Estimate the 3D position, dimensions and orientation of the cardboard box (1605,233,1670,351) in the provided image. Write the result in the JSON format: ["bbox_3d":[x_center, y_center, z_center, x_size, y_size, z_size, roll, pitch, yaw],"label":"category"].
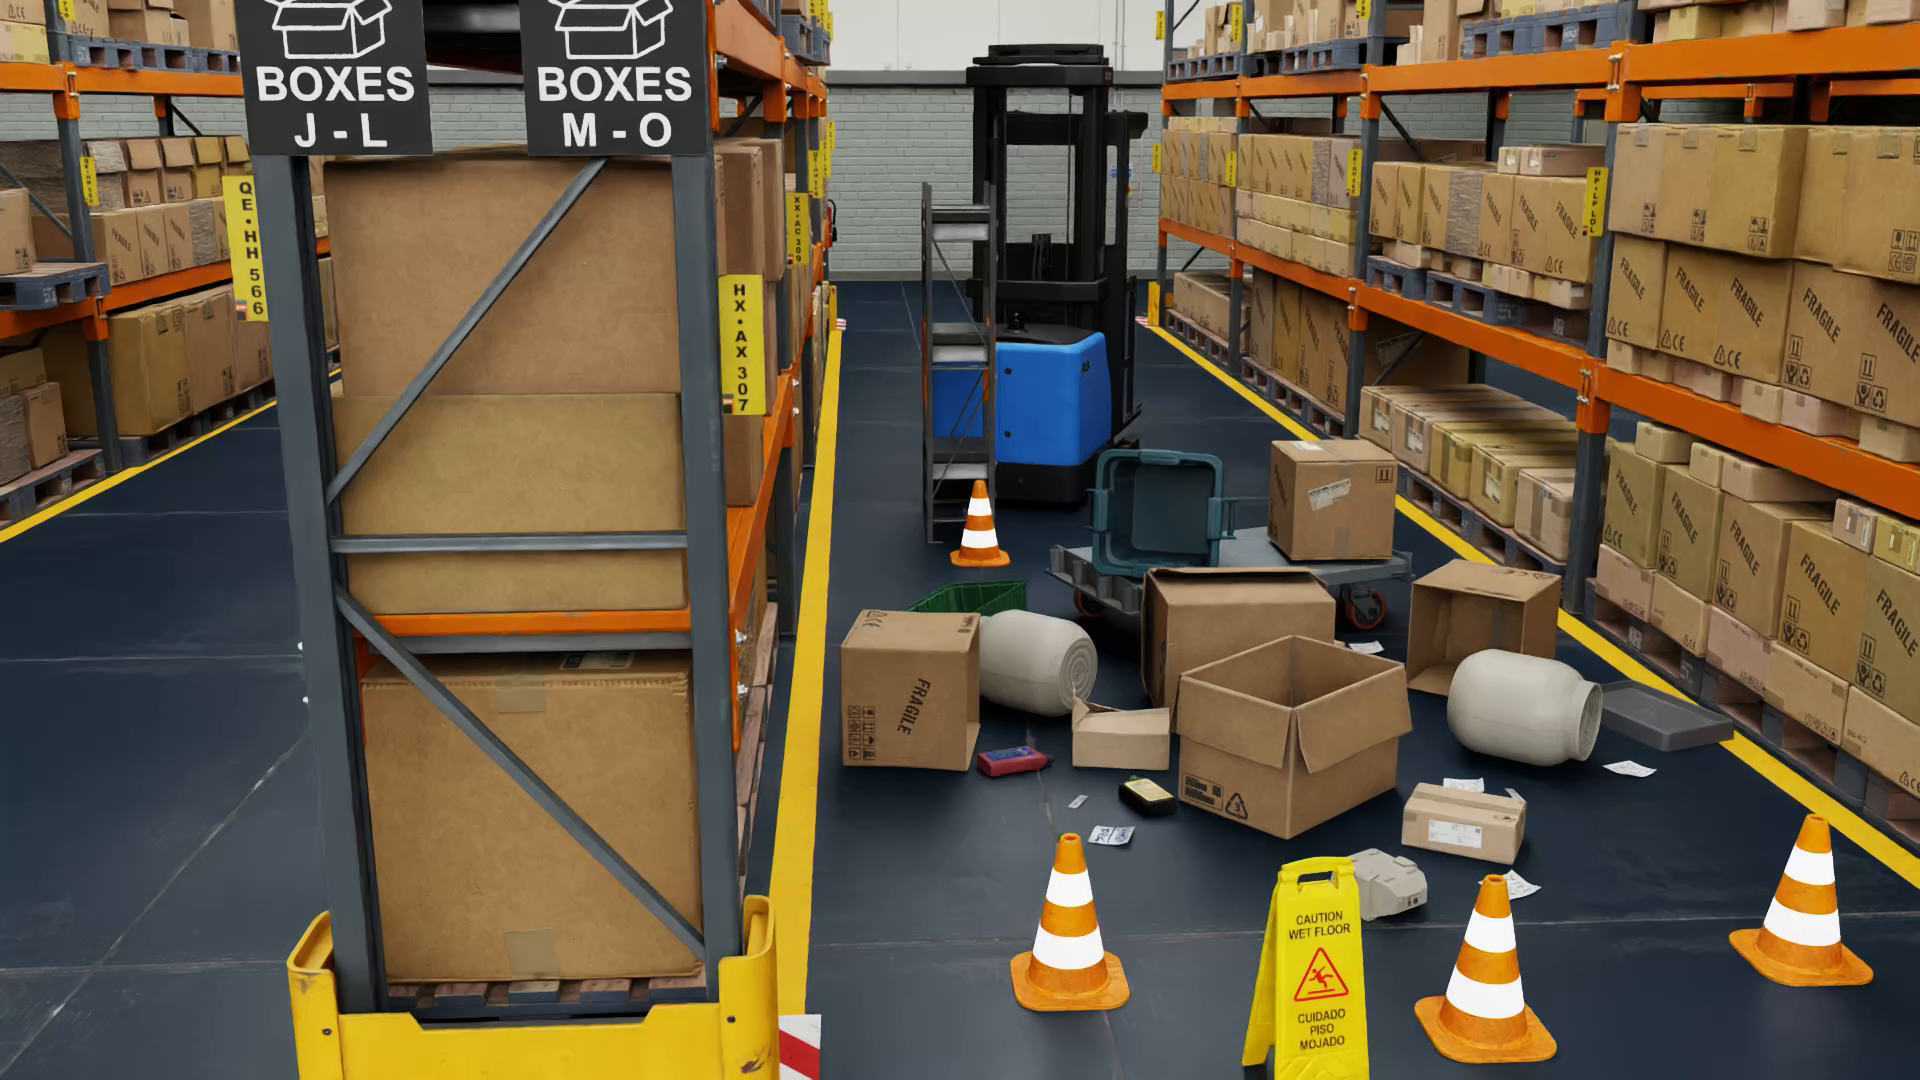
[{"bbox_3d":[3.374,-1.164,7.732,0.500,0.500,0.500,-1,14,-4],"label":"cardboard box"}]

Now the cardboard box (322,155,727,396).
[{"bbox_3d":[-1.046,-0.677,4.170,0.875,0.550,0.550,-1,14,-3],"label":"cardboard box"}]

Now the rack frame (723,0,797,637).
[{"bbox_3d":[-1.309,-0.983,7.829,1.000,3.000,0.127,-1,14,-3],"label":"rack frame"}]

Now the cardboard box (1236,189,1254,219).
[{"bbox_3d":[2.875,-3.130,15.470,0.500,0.250,0.500,-1,14,-5],"label":"cardboard box"}]

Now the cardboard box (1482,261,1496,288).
[{"bbox_3d":[3.269,-1.544,9.670,0.380,0.149,0.250,-1,14,-3],"label":"cardboard box"}]

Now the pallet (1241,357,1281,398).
[{"bbox_3d":[3.253,-1.533,15.562,1.003,0.211,1.213,-1,14,-3],"label":"pallet"}]

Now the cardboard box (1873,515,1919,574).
[{"bbox_3d":[3.461,0.013,5.826,0.380,0.149,0.250,-1,14,-3],"label":"cardboard box"}]

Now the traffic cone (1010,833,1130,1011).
[{"bbox_3d":[0.323,1.086,4.877,0.336,0.463,0.334,-1,14,-3],"label":"traffic cone"}]

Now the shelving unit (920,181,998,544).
[{"bbox_3d":[-0.010,-1.058,9.925,0.431,2.100,0.503,-1,14,-3],"label":"shelving unit"}]

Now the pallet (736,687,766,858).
[{"bbox_3d":[-1.261,0.862,6.254,1.003,0.211,1.213,-1,14,-3],"label":"pallet"}]

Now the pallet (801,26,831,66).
[{"bbox_3d":[-1.464,-3.180,10.726,1.213,0.211,1.003,0,14,-1],"label":"pallet"}]

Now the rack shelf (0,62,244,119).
[{"bbox_3d":[-6.637,-3.528,13.144,1.077,0.370,4.000,-1,14,-3],"label":"rack shelf"}]

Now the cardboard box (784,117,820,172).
[{"bbox_3d":[-1.589,-3.766,15.838,0.500,0.500,0.500,-1,14,-2],"label":"cardboard box"}]

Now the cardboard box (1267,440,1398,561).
[{"bbox_3d":[1.851,-0.206,8.305,0.500,0.500,0.500,-1,14,-3],"label":"cardboard box"}]

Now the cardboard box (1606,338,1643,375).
[{"bbox_3d":[3.325,-0.880,7.931,0.380,0.149,0.250,-1,14,-4],"label":"cardboard box"}]

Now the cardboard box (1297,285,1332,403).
[{"bbox_3d":[3.366,-1.649,13.837,0.875,0.875,0.875,-1,14,-3],"label":"cardboard box"}]

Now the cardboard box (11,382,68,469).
[{"bbox_3d":[-6.452,-0.763,11.105,0.700,0.500,0.500,-2,15,-6],"label":"cardboard box"}]

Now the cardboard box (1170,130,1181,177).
[{"bbox_3d":[2.666,-4.350,18.705,0.500,0.500,0.500,-1,14,-5],"label":"cardboard box"}]

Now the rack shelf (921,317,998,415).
[{"bbox_3d":[-0.010,-1.045,9.928,0.431,0.518,0.480,-1,14,-3],"label":"rack shelf"}]

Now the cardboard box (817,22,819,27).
[{"bbox_3d":[-1.614,-5.192,16.663,0.380,0.149,0.250,0,14,-1],"label":"cardboard box"}]

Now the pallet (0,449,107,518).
[{"bbox_3d":[-6.467,-0.382,11.087,1.003,0.211,1.213,-1,14,-3],"label":"pallet"}]

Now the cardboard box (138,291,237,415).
[{"bbox_3d":[-6.583,-1.495,13.238,1.225,0.875,0.875,-1,14,-3],"label":"cardboard box"}]

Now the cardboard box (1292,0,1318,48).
[{"bbox_3d":[2.979,-4.218,13.337,0.500,0.500,0.500,-1,14,-3],"label":"cardboard box"}]

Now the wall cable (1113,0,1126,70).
[{"bbox_3d":[2.248,-8.385,24.556,0.463,3.000,0.029,-1,14,-3],"label":"wall cable"}]

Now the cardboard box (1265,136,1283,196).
[{"bbox_3d":[2.958,-3.242,14.401,0.500,0.500,0.500,-1,14,-5],"label":"cardboard box"}]

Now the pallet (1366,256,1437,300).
[{"bbox_3d":[3.528,-1.811,11.431,1.213,0.211,1.003,-1,14,-3],"label":"pallet"}]

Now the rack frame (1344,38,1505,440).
[{"bbox_3d":[3.377,-2.080,12.090,1.000,3.000,0.127,-1,14,-3],"label":"rack frame"}]

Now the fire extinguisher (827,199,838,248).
[{"bbox_3d":[-1.607,-3.819,19.755,0.296,0.674,0.183,-1,14,-3],"label":"fire extinguisher"}]

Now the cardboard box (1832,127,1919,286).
[{"bbox_3d":[3.465,-1.142,5.640,0.700,0.500,0.500,-1,14,-4],"label":"cardboard box"}]

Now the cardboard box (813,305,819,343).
[{"bbox_3d":[-1.407,-1.759,13.511,0.500,0.250,0.500,-1,14,-3],"label":"cardboard box"}]

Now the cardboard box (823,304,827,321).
[{"bbox_3d":[-1.614,-2.418,17.685,0.380,0.149,0.250,-1,14,-3],"label":"cardboard box"}]

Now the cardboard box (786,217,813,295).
[{"bbox_3d":[-1.261,-1.919,11.263,0.500,0.500,0.500,-1,14,-3],"label":"cardboard box"}]

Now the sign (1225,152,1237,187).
[{"bbox_3d":[2.576,-3.523,15.804,0.100,0.325,0.005,-1,14,-3],"label":"sign"}]

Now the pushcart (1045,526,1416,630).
[{"bbox_3d":[1.353,0.233,8.365,1.648,0.377,0.936,-6,16,-23],"label":"pushcart"}]

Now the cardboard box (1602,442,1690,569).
[{"bbox_3d":[3.392,-0.169,7.834,0.500,0.500,0.500,0,14,-1],"label":"cardboard box"}]

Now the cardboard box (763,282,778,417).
[{"bbox_3d":[-1.218,-0.828,6.924,0.875,0.550,0.550,-1,14,-3],"label":"cardboard box"}]

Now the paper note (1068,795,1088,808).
[{"bbox_3d":[0.442,0.976,6.211,0.032,0.001,0.123,7,16,26],"label":"paper note"}]

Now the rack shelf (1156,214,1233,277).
[{"bbox_3d":[3.006,-3.224,17.979,1.077,0.370,4.000,-1,14,-3],"label":"rack shelf"}]

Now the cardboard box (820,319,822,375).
[{"bbox_3d":[-1.507,-1.786,15.120,0.500,0.500,0.500,-1,14,-5],"label":"cardboard box"}]

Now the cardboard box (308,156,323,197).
[{"bbox_3d":[-6.559,-3.602,16.204,0.500,0.500,0.500,-1,14,-3],"label":"cardboard box"}]

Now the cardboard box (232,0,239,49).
[{"bbox_3d":[-6.870,-4.868,15.663,0.700,0.500,0.500,-2,15,-7],"label":"cardboard box"}]

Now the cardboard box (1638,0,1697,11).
[{"bbox_3d":[3.379,-2.495,7.389,0.500,0.250,0.500,-1,14,-5],"label":"cardboard box"}]

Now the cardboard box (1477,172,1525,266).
[{"bbox_3d":[3.310,-1.844,9.533,0.500,0.500,0.500,0,14,-2],"label":"cardboard box"}]

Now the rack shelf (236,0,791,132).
[{"bbox_3d":[-1.185,-1.590,5.611,1.077,0.370,4.000,-1,14,-3],"label":"rack shelf"}]

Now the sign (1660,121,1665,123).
[{"bbox_3d":[8.391,-4.864,19.954,0.100,0.325,0.005,-1,14,-3],"label":"sign"}]

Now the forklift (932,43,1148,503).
[{"bbox_3d":[0.696,-1.980,11.840,1.130,2.935,3.031,4,15,17],"label":"forklift"}]

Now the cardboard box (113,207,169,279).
[{"bbox_3d":[-6.306,-2.228,12.467,0.500,0.500,0.500,-1,14,-5],"label":"cardboard box"}]

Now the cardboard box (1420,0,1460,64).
[{"bbox_3d":[3.426,-3.345,10.787,0.700,0.500,0.500,-1,14,-3],"label":"cardboard box"}]

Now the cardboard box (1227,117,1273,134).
[{"bbox_3d":[2.793,-3.993,16.017,0.380,0.149,0.250,-1,14,-5],"label":"cardboard box"}]

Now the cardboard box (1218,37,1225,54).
[{"bbox_3d":[2.754,-4.877,16.402,0.380,0.149,0.250,-1,14,-2],"label":"cardboard box"}]

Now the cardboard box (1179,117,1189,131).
[{"bbox_3d":[2.651,-4.628,18.484,0.380,0.149,0.250,-1,14,-5],"label":"cardboard box"}]
